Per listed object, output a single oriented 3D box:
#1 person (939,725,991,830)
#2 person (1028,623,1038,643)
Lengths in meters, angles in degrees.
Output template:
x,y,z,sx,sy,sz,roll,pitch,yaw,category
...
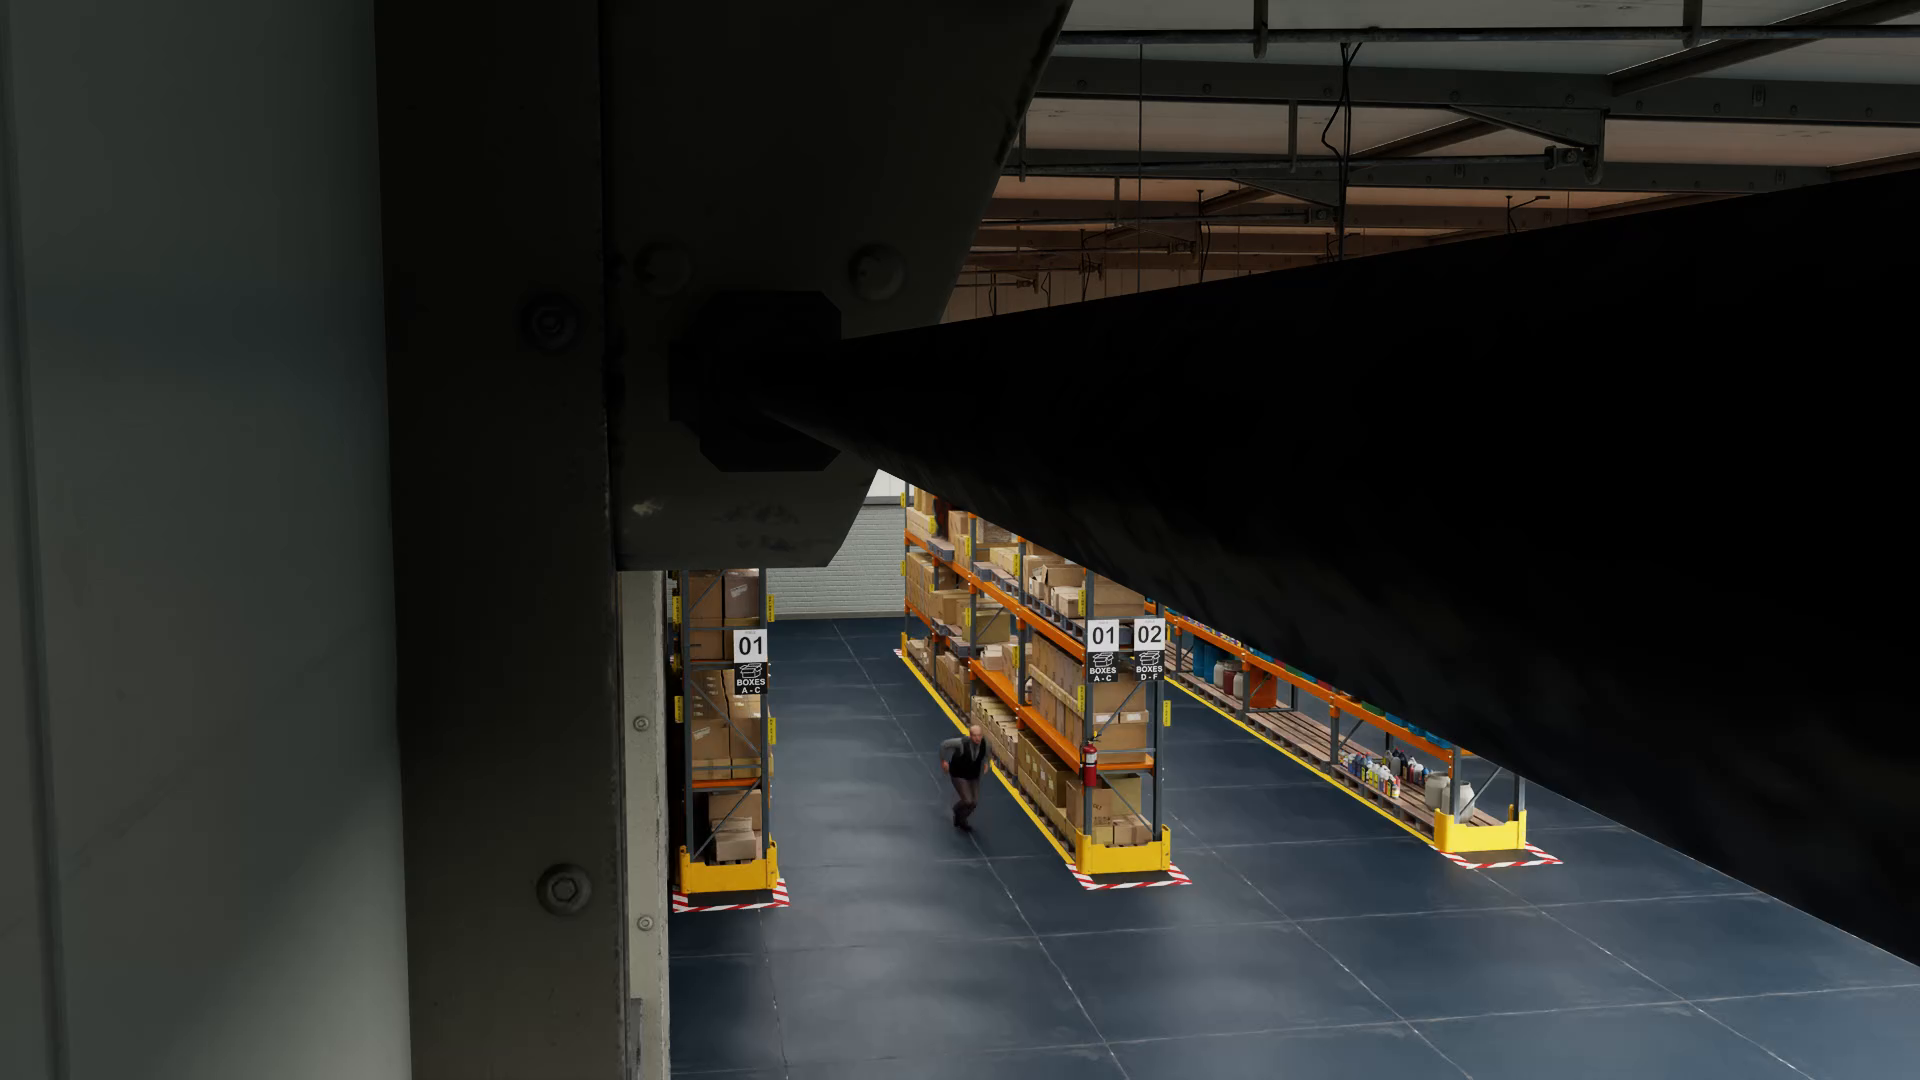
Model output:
x,y,z,sx,sy,sz,roll,pitch,yaw,category
0.076,3.229,22.518,0.684,1.548,0.860,-3,6,-24,person
1.429,1.579,35.534,0.607,1.800,0.583,-2,6,-20,person
